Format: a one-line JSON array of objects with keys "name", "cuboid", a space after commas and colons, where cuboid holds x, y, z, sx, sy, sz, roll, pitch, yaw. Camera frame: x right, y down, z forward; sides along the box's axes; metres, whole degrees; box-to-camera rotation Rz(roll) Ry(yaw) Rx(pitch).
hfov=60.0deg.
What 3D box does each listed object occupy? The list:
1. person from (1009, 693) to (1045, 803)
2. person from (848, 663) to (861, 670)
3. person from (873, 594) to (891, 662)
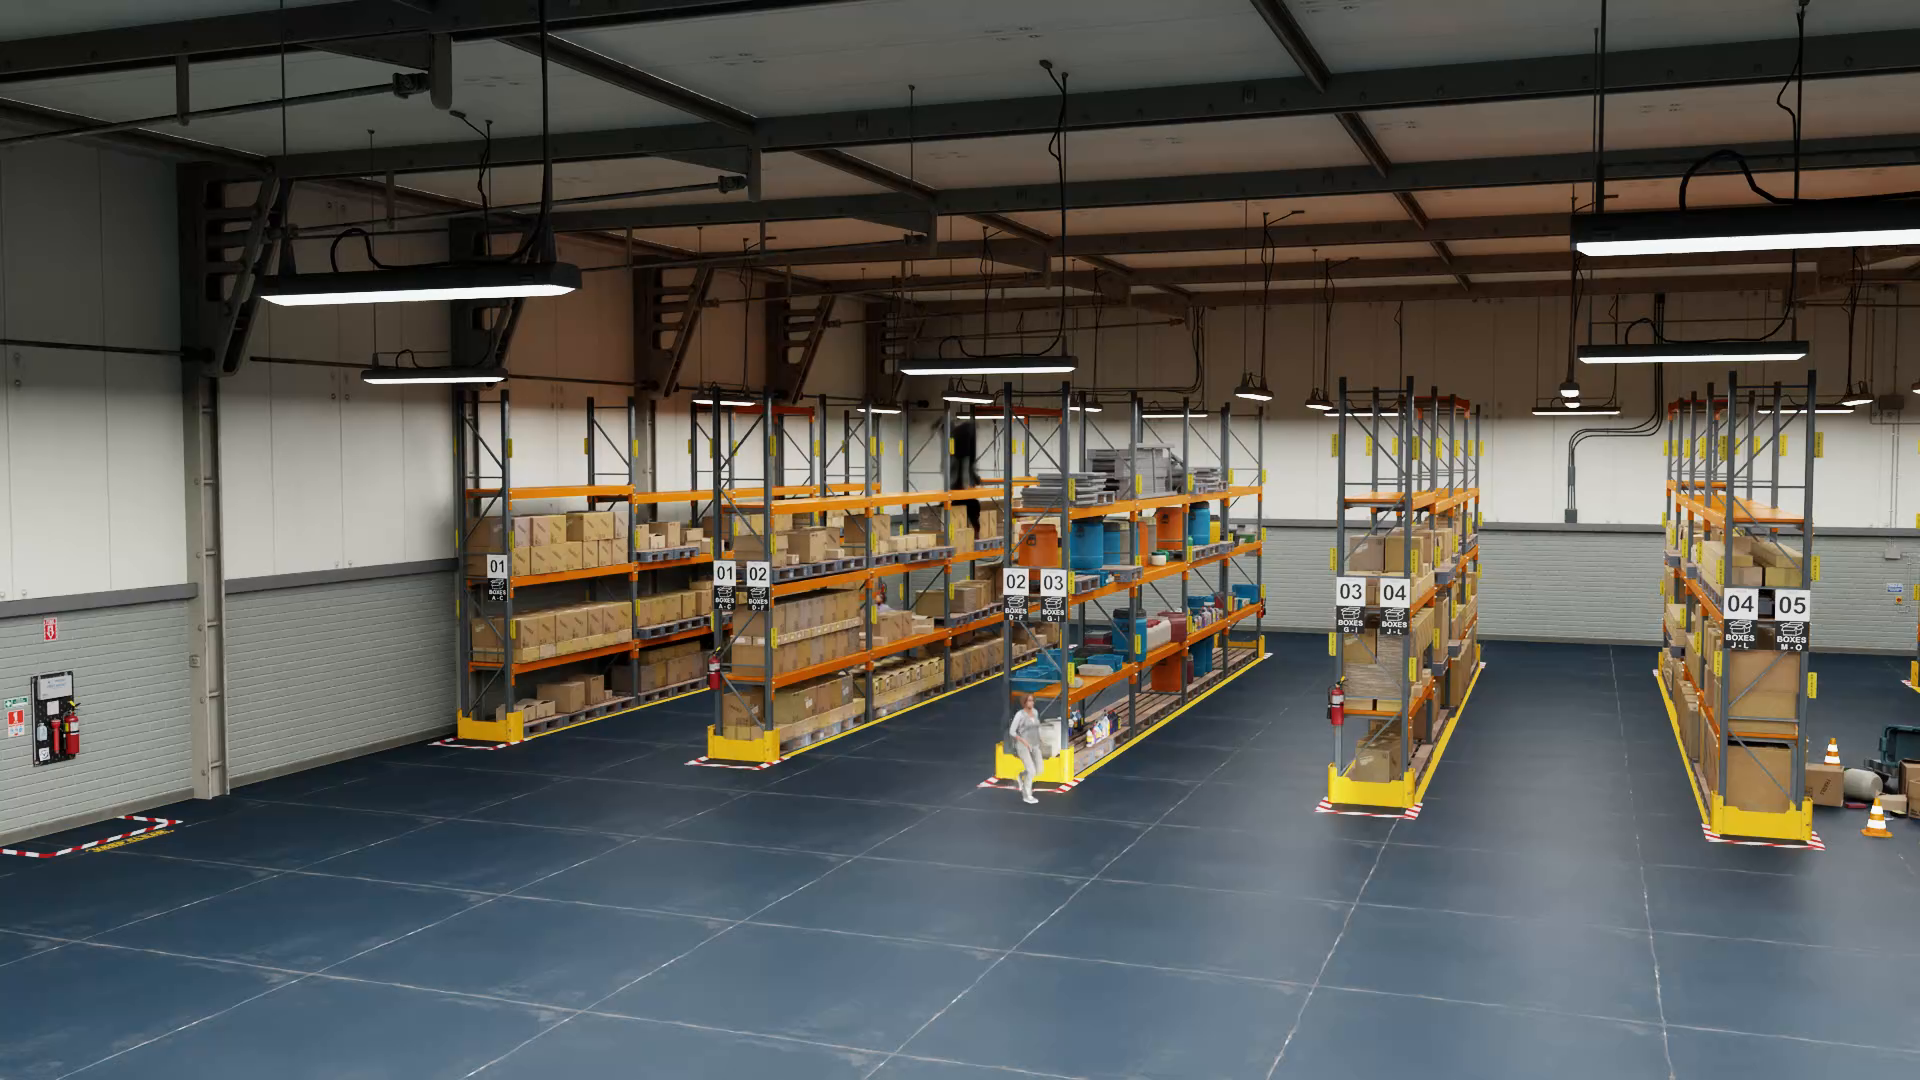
[{"name": "person", "cuboid": [0.933, 2.931, 23.482, 0.520, 1.554, 0.533, -2, 4, -36]}, {"name": "person", "cuboid": [-2.209, 2.225, 34.484, 0.653, 1.756, 0.917, 1, 3, 11]}, {"name": "person", "cuboid": [-1.871, 2.066, 38.621, 0.587, 1.613, 0.568, 1, 3, 17]}]
